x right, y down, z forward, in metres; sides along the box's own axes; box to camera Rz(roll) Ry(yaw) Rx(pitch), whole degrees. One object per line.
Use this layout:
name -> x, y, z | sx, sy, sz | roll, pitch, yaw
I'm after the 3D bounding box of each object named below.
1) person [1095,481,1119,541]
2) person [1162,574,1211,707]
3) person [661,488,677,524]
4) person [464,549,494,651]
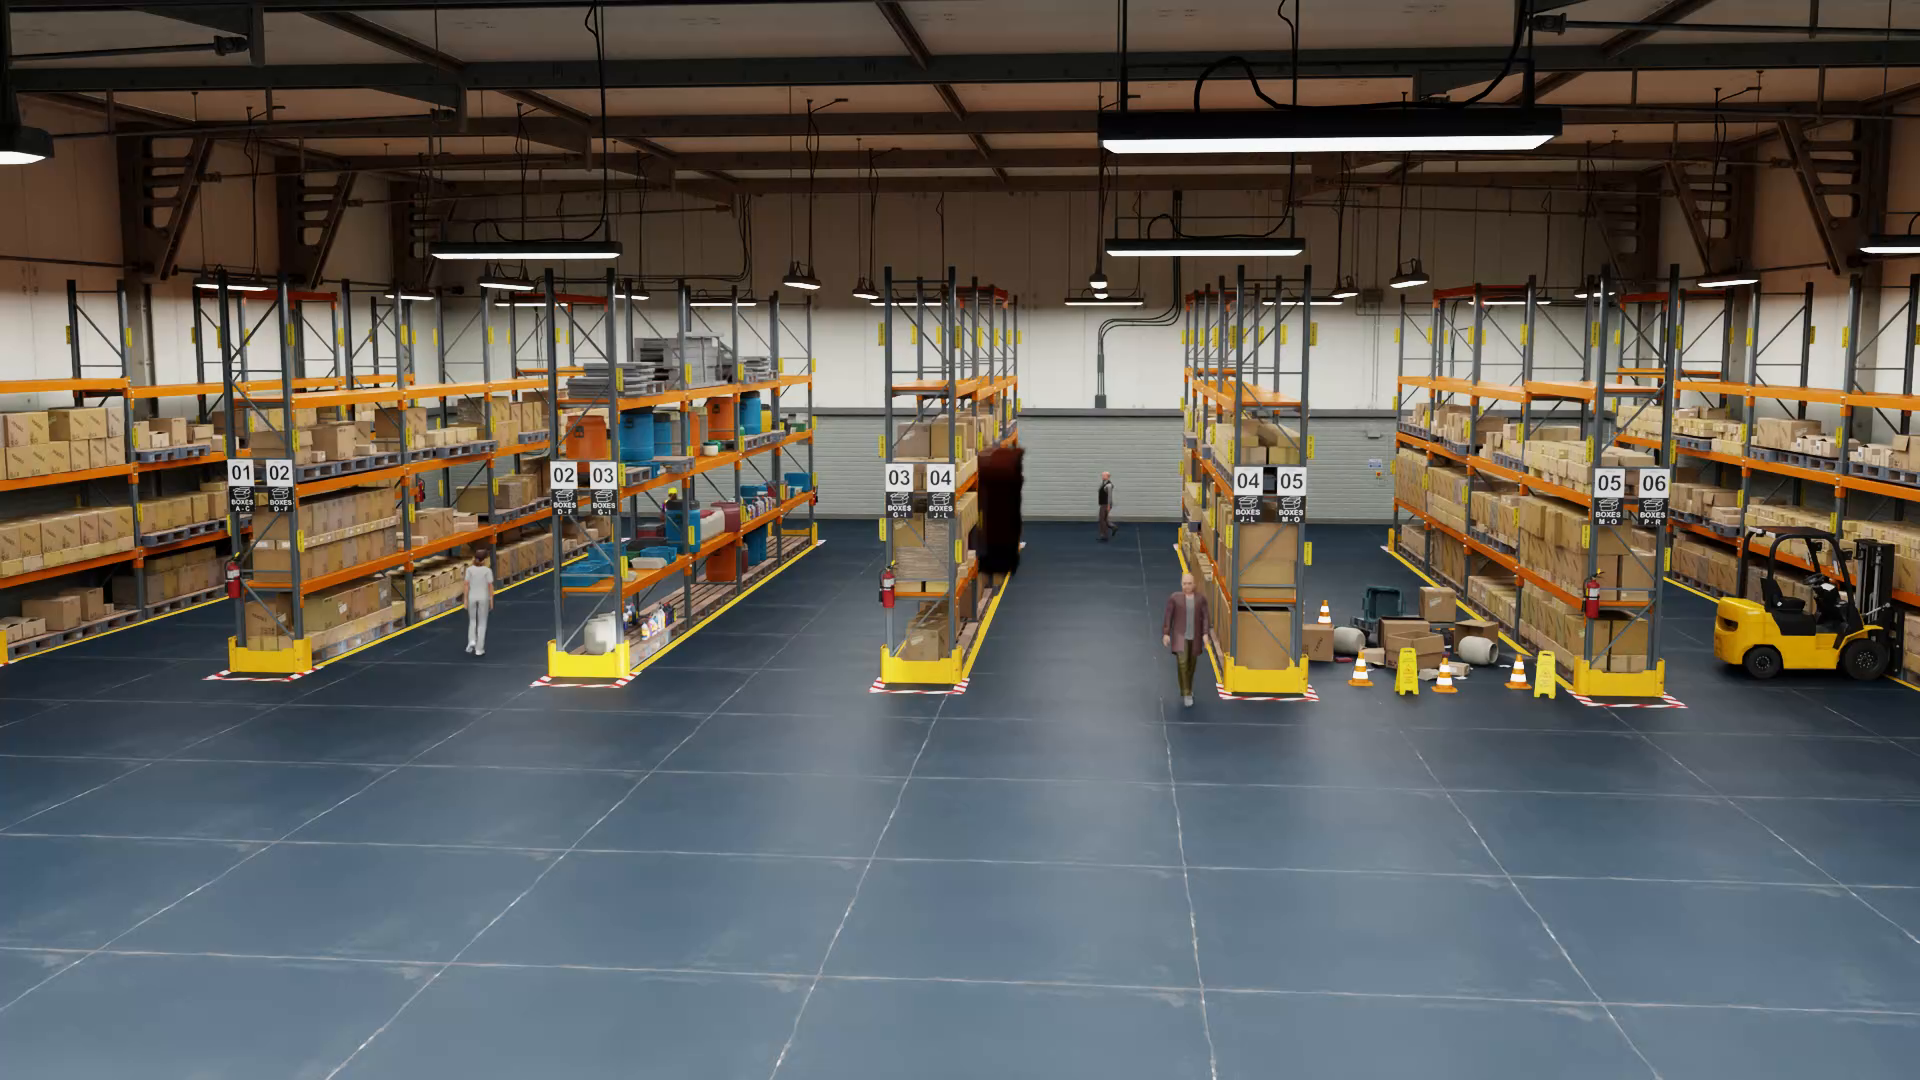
person -> 3.632, -0.731, 41.039 | 0.606, 1.486, 0.451 | 0, 7, 2
person -> 3.141, 1.348, 22.840 | 0.635, 1.753, 0.910 | -1, 7, -5
person -> -6.301, -0.340, 36.664 | 0.602, 1.650, 0.909 | 1, 7, 6
person -> -7.604, 0.944, 26.301 | 0.480, 1.601, 0.434 | 0, 7, 1
